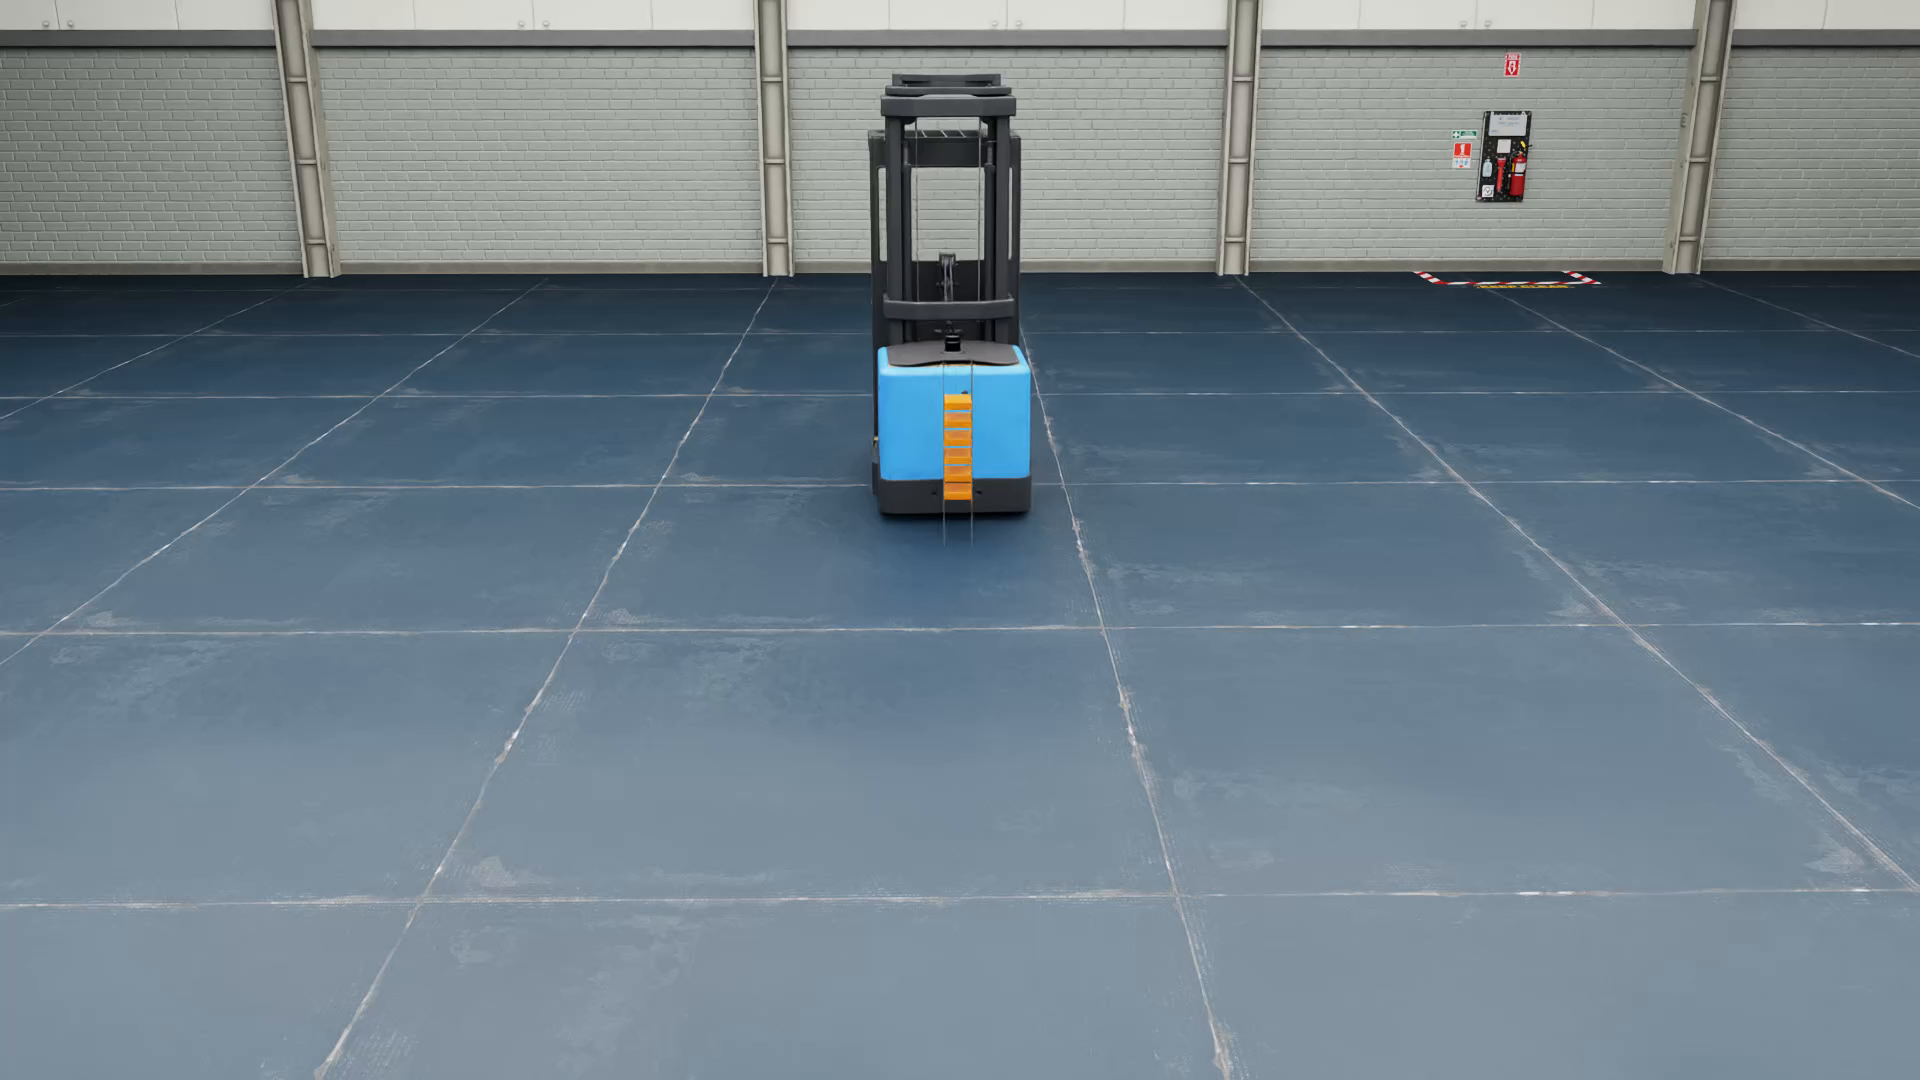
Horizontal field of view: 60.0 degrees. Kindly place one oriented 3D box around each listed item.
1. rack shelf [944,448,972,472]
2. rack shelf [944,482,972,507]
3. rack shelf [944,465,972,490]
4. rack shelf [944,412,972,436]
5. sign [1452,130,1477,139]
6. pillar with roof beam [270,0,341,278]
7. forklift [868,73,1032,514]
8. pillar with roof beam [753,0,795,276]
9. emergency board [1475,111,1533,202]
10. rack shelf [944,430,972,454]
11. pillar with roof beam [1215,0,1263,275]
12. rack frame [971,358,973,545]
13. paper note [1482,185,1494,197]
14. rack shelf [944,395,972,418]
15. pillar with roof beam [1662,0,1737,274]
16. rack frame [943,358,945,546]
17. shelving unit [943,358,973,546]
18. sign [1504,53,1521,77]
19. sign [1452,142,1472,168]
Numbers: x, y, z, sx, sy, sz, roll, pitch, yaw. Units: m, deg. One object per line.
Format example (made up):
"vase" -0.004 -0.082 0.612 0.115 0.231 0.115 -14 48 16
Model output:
"rack shelf" -0.014 -0.529 10.878 0.180 0.103 0.258 0 18 -1
"rack shelf" -0.014 -0.300 10.951 0.180 0.103 0.258 0 18 -1
"rack shelf" -0.014 -0.415 10.914 0.180 0.103 0.258 0 18 -1
"rack shelf" -0.014 -0.757 10.804 0.180 0.103 0.258 0 18 -1
"sign" 6.586 -5.292 21.708 0.331 0.109 0.001 0 18 -1
"pillar with roof beam" -8.322 -6.452 16.428 0.400 9.000 9.100 0 18 -1
"forklift" -0.122 -1.974 12.403 1.130 2.935 3.031 -1 18 -4
"pillar with roof beam" -2.323 -6.481 16.518 0.400 9.000 9.100 0 18 -1
"emergency board" 7.136 -4.997 21.713 0.643 1.169 0.194 0 18 -1
"rack shelf" -0.014 -0.643 10.841 0.180 0.103 0.258 0 18 -1
"pillar with roof beam" 3.676 -6.510 16.608 0.400 9.000 9.100 0 18 -1
"rack frame" 0.077 -0.572 10.865 0.006 1.200 0.240 0 18 -1
"paper note" 6.958 -4.597 21.910 0.142 0.148 0.016 0 18 -1
"rack shelf" -0.014 -0.872 10.768 0.180 0.103 0.258 0 18 -1
"pillar with roof beam" 9.676 -6.539 16.698 0.400 9.000 9.100 0 18 -1
"rack frame" -0.106 -0.571 10.863 0.006 1.200 0.240 0 18 -1
"shelving unit" -0.014 -0.571 10.864 0.189 1.200 0.258 0 18 -1
"sign" 7.126 -6.131 21.453 0.199 0.298 0.001 0 18 -1
"sign" 6.582 -5.042 21.797 0.234 0.329 0.001 0 18 -1
